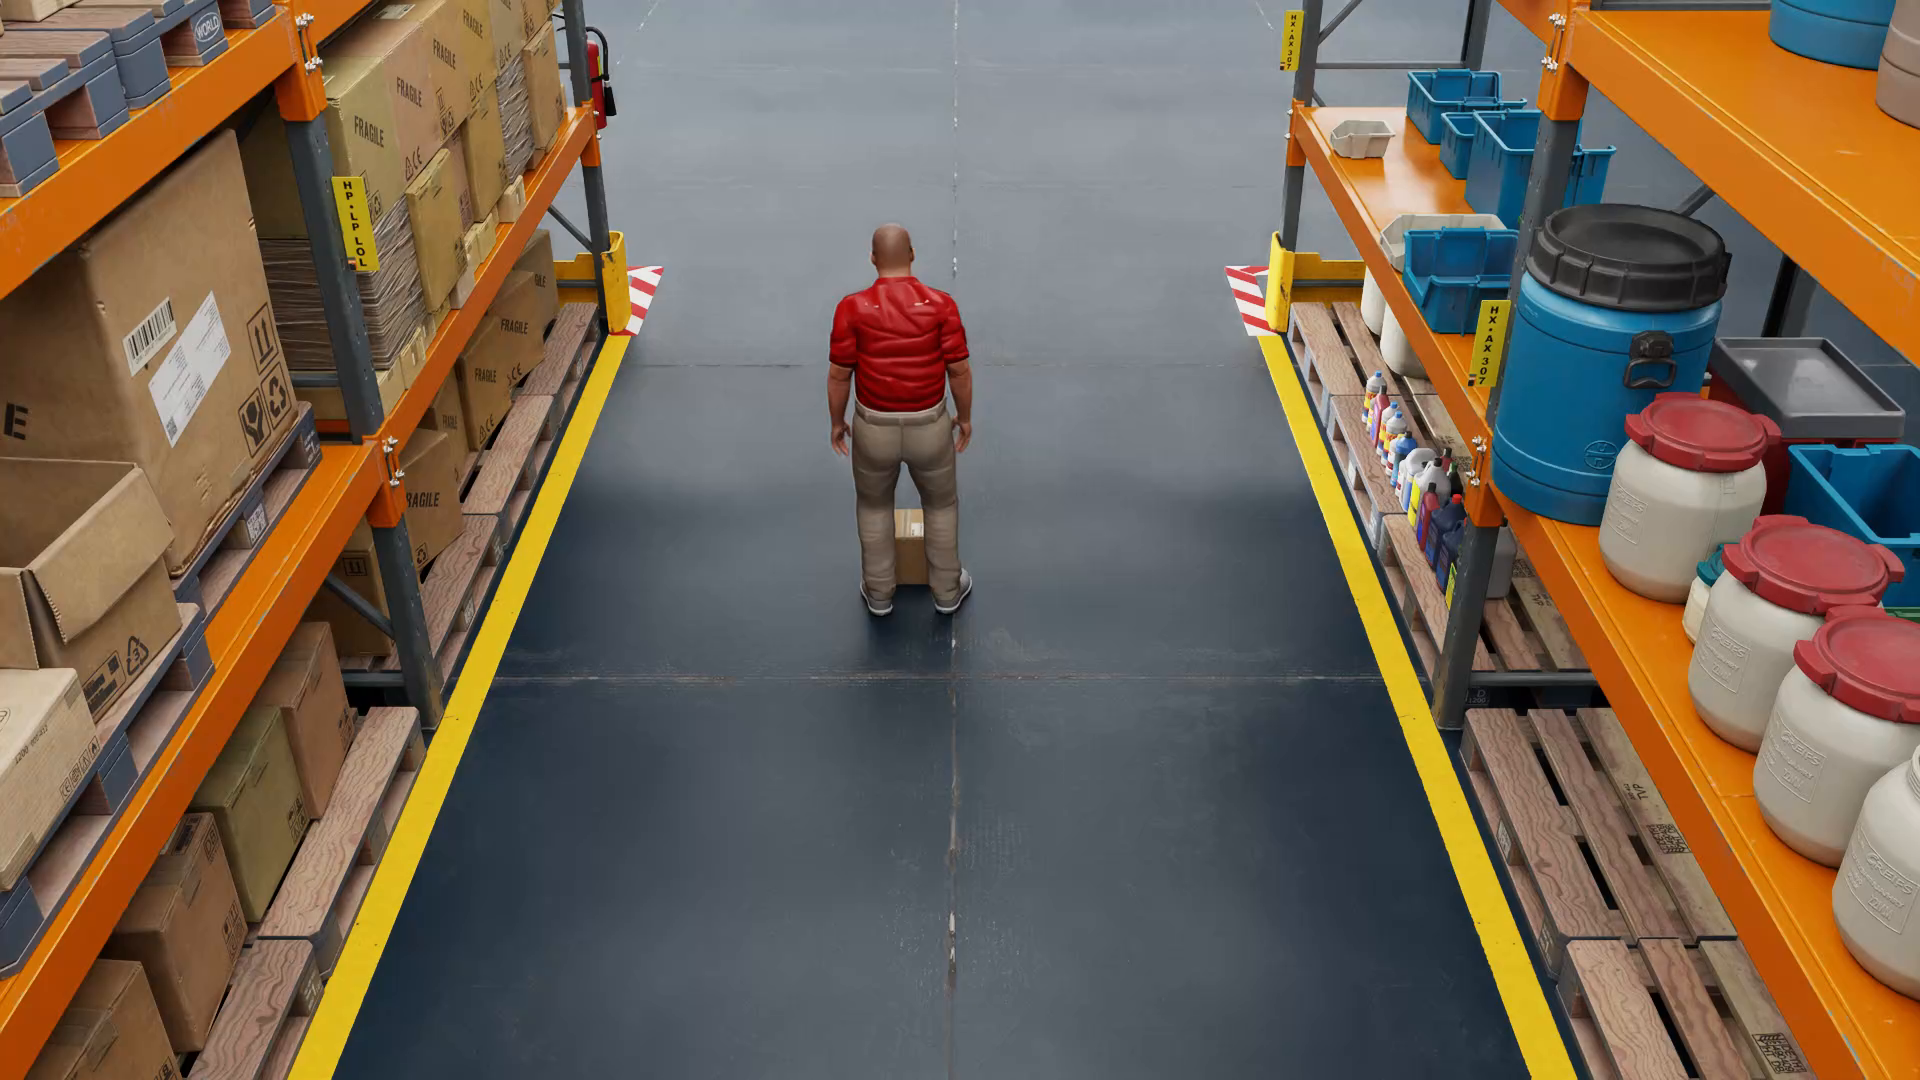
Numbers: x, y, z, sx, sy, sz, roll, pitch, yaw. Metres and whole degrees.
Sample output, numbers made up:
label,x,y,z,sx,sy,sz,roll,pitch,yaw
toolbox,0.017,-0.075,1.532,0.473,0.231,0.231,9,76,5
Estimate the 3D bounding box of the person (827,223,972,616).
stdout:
label,x,y,z,sx,sy,sz,roll,pitch,yaw
person,-0.242,-0.469,6.918,0.599,1.727,0.383,-1,31,-2
